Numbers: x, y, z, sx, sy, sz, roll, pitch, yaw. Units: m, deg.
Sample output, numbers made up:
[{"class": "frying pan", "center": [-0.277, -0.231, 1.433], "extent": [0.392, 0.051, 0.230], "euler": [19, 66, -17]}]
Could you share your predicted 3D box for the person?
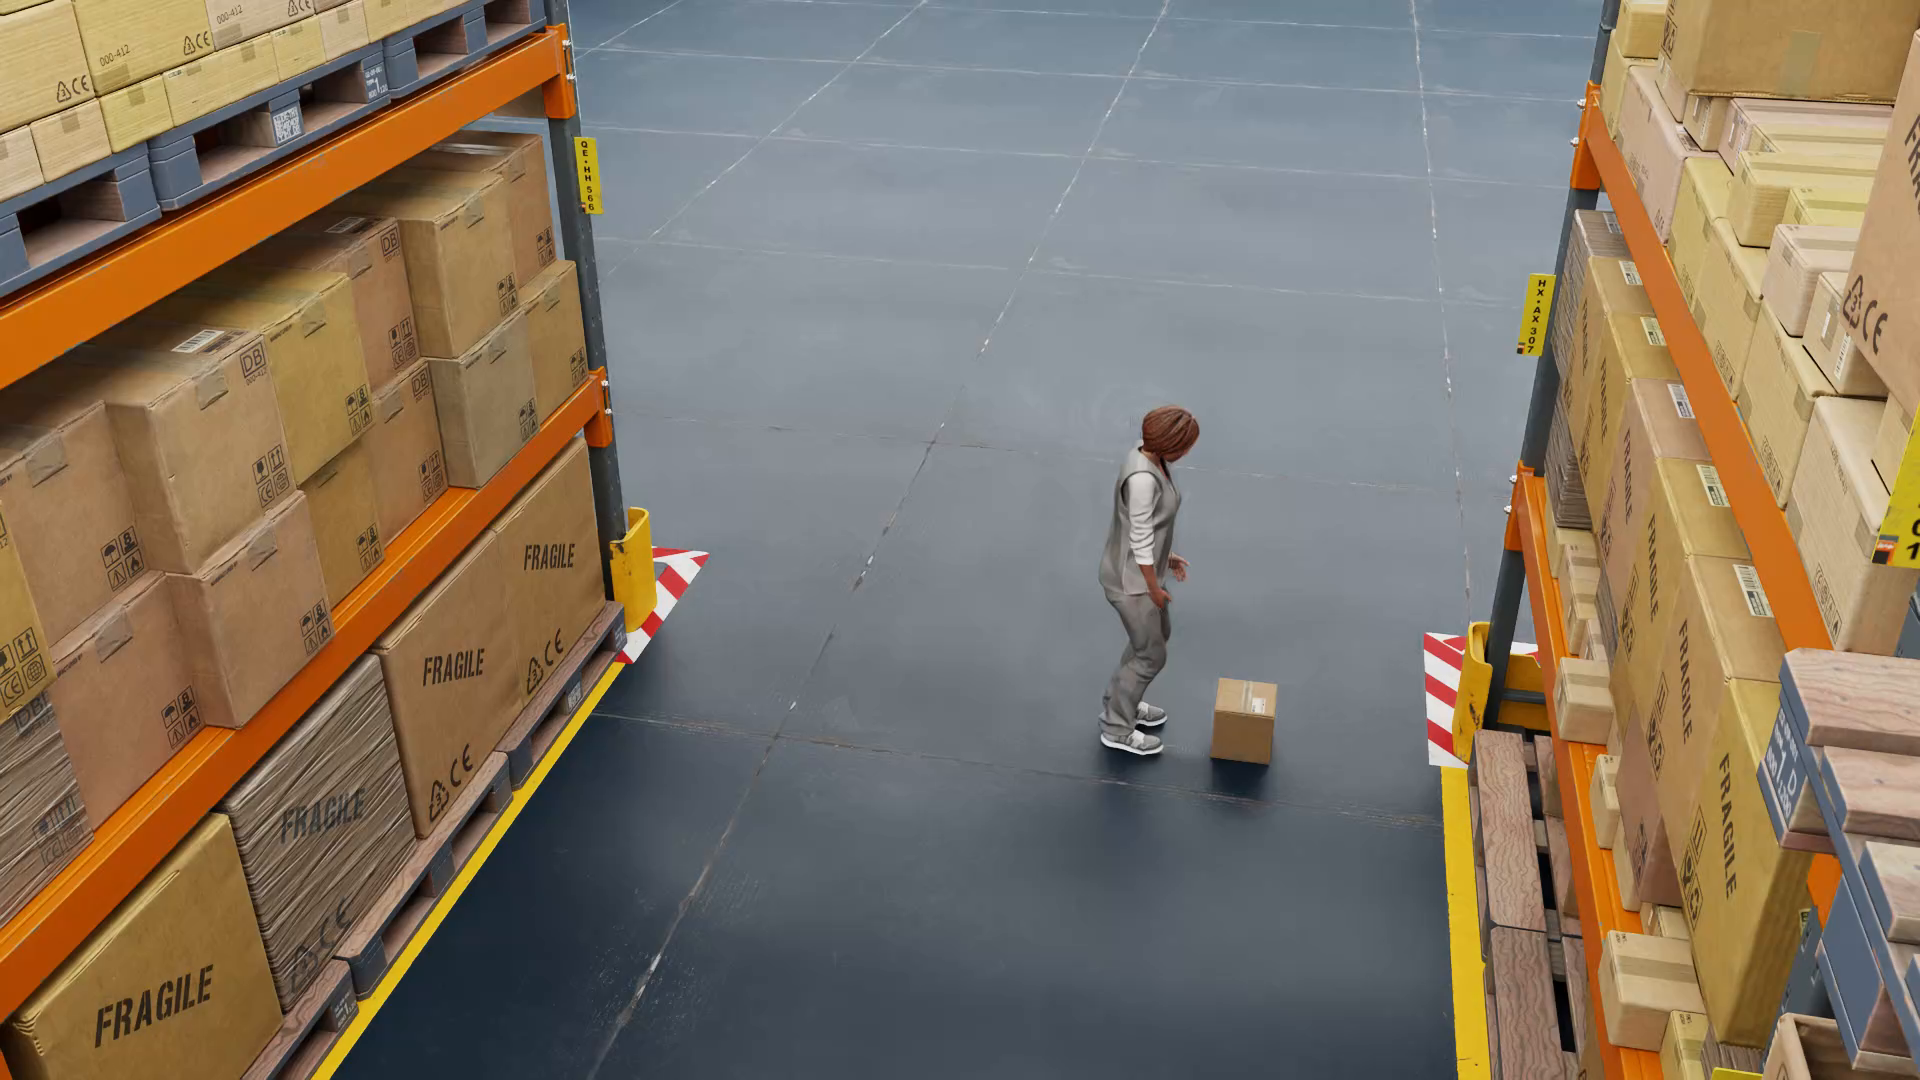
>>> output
[{"class": "person", "center": [0.763, 0.155, 6.918], "extent": [0.368, 1.549, 0.423], "euler": [7, 30, 12]}]
